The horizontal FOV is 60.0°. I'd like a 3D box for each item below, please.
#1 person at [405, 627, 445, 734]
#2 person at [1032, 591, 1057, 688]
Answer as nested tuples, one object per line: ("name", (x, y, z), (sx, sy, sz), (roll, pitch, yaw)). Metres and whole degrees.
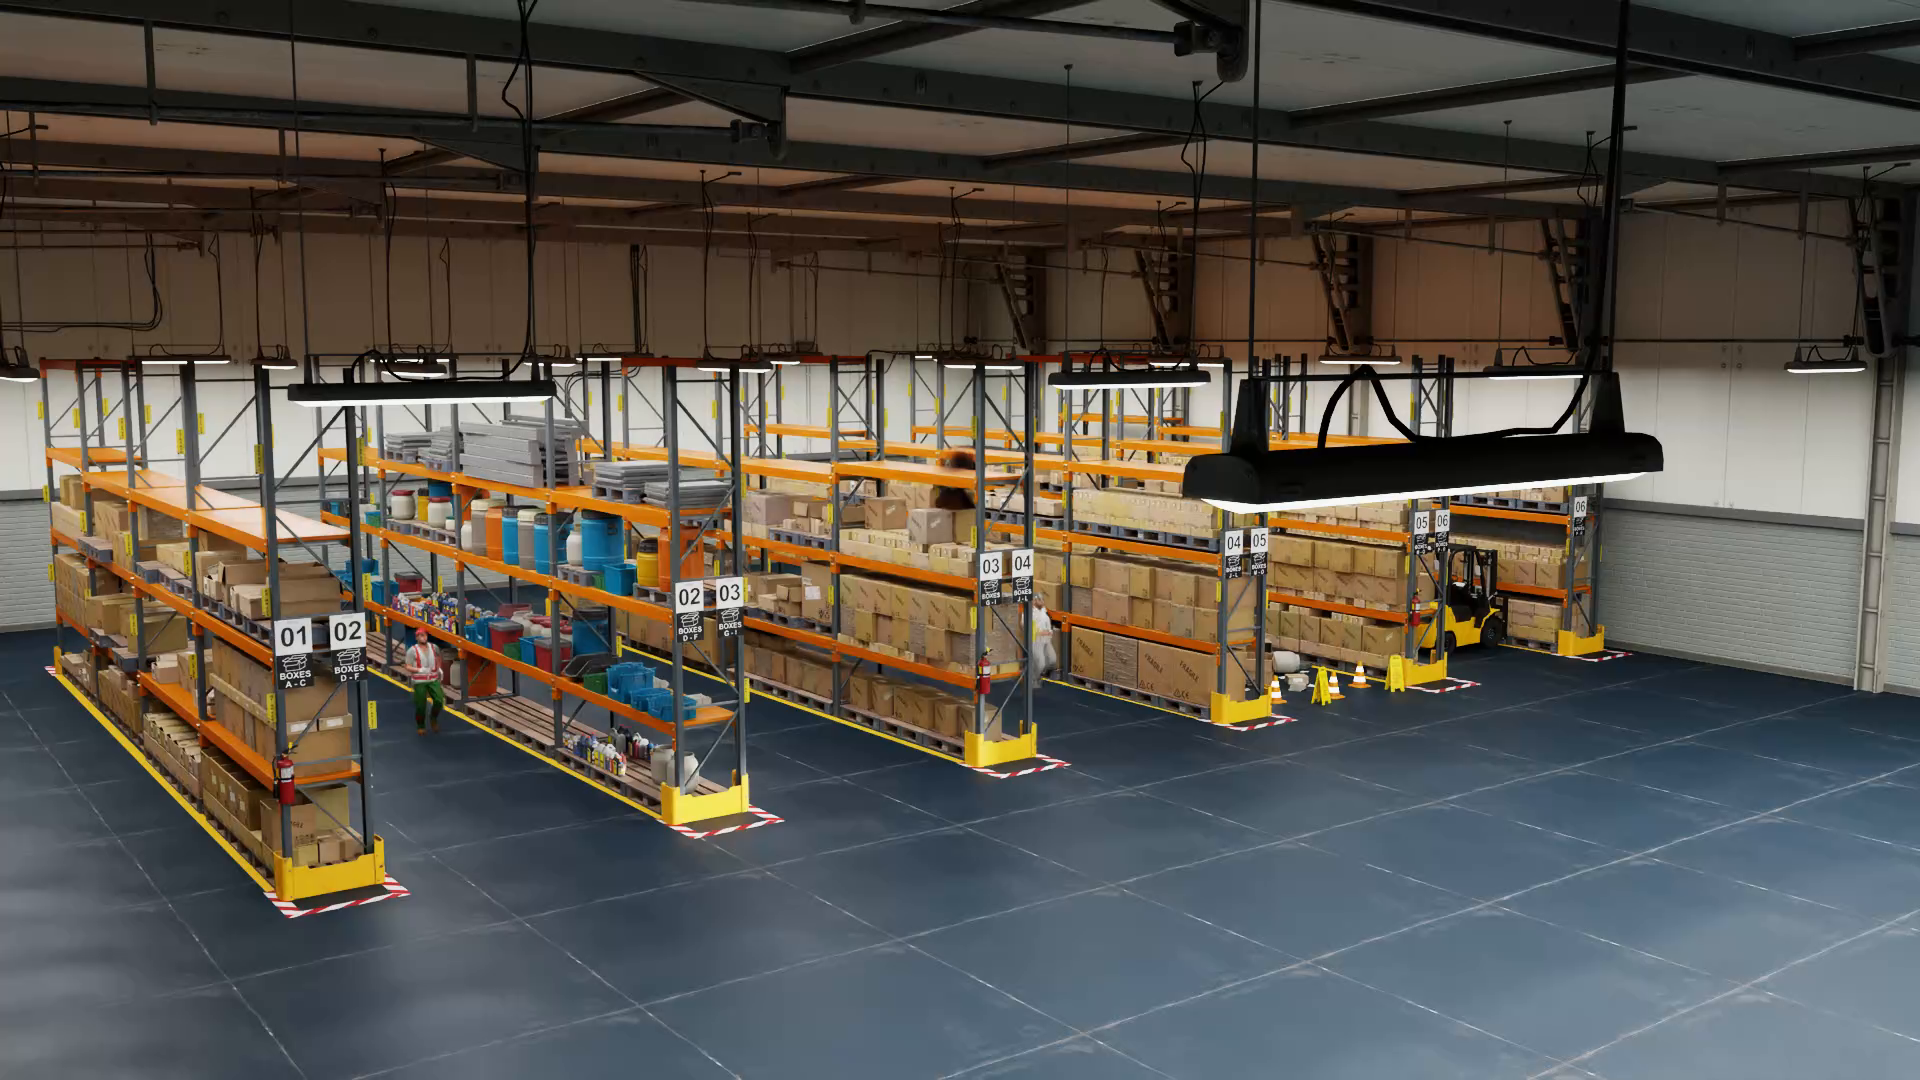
("person", (-8.509, 2.262, 26.561), (0.659, 1.749, 0.648), (-5, 9, -37))
("person", (1.433, 1.753, 28.926), (0.581, 1.748, 0.674), (6, 9, 43))
